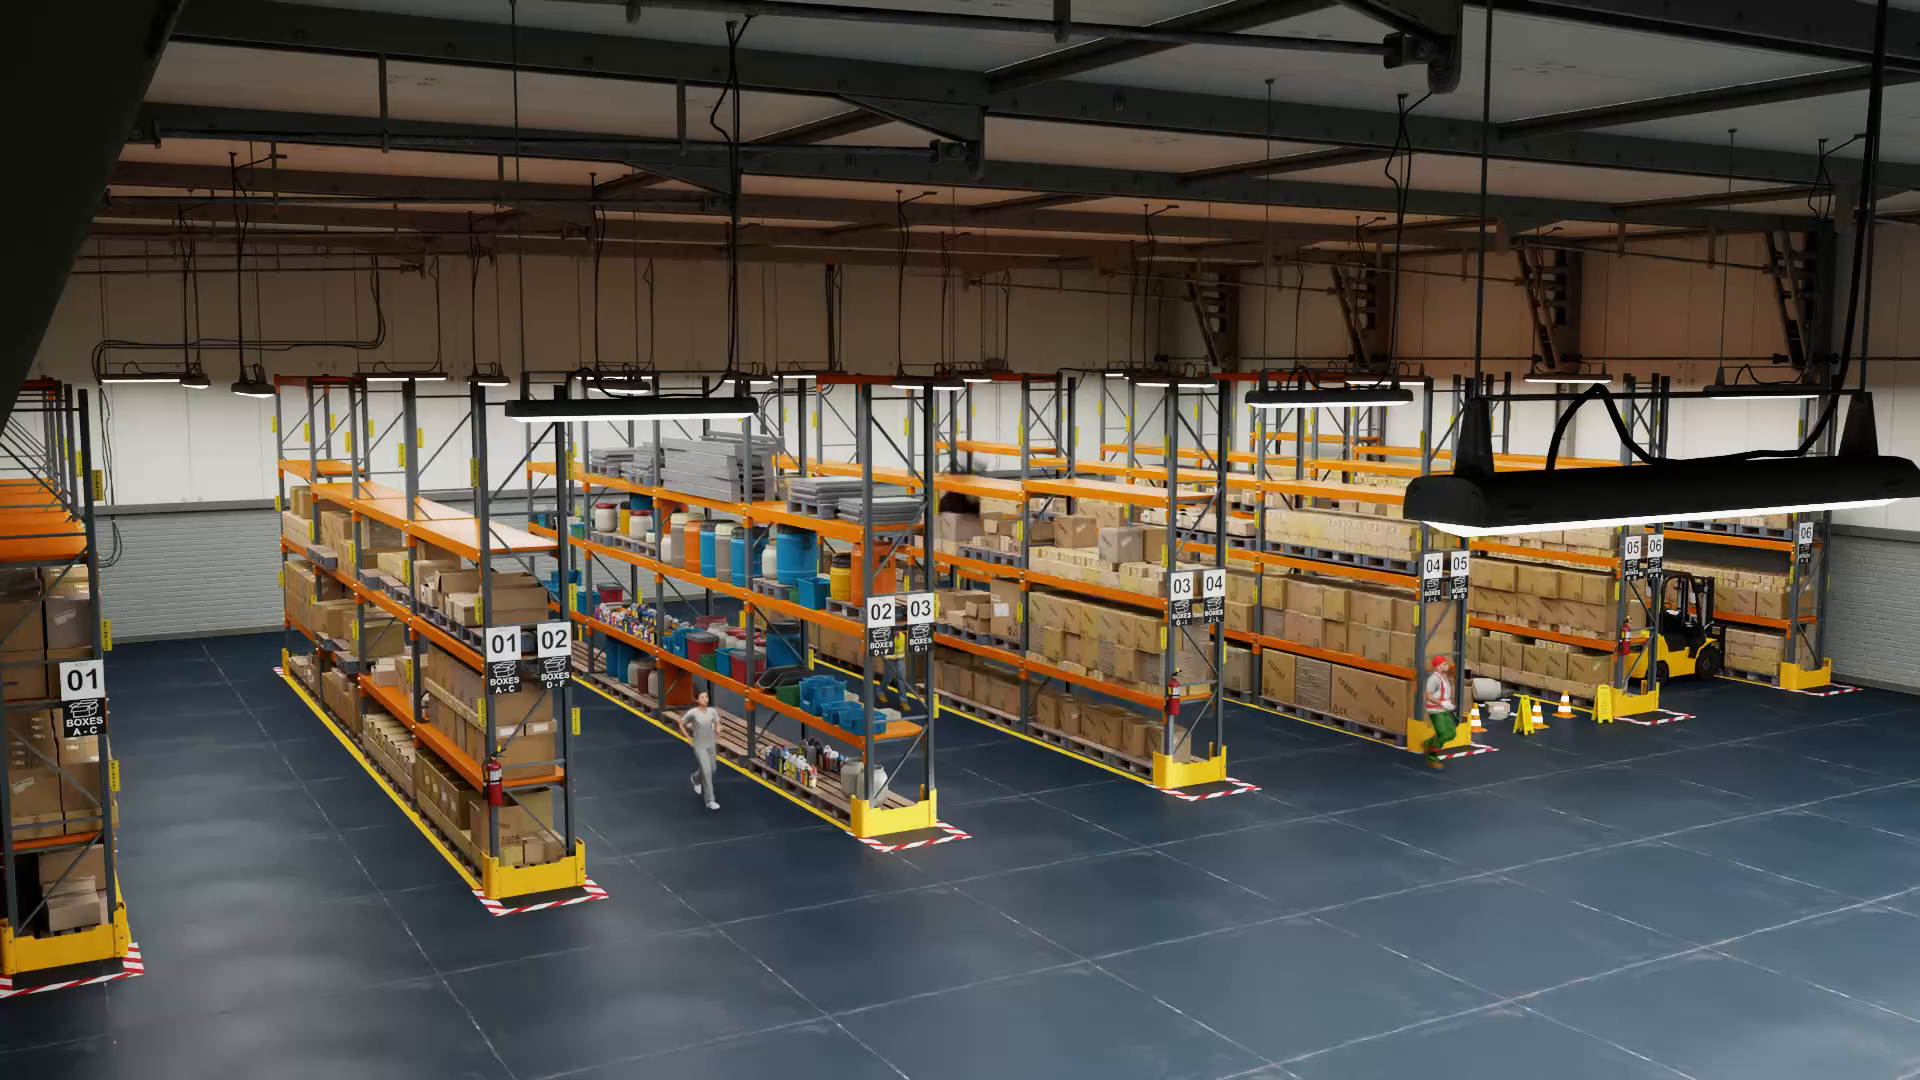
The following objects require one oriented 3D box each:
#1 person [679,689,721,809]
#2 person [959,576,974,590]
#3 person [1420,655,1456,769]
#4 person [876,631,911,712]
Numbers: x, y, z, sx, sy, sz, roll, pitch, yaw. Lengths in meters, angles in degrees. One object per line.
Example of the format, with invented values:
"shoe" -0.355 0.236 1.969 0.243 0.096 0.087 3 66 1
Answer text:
"person" -3.647 2.927 23.551 0.575 1.645 0.914 -5 8 -37
"person" 0.125 0.894 42.439 0.820 1.613 0.524 -3 7 -27
"person" 7.447 2.657 25.748 0.559 1.750 0.676 4 8 35
"person" -1.216 2.155 30.040 0.694 1.787 0.957 -4 7 -33
